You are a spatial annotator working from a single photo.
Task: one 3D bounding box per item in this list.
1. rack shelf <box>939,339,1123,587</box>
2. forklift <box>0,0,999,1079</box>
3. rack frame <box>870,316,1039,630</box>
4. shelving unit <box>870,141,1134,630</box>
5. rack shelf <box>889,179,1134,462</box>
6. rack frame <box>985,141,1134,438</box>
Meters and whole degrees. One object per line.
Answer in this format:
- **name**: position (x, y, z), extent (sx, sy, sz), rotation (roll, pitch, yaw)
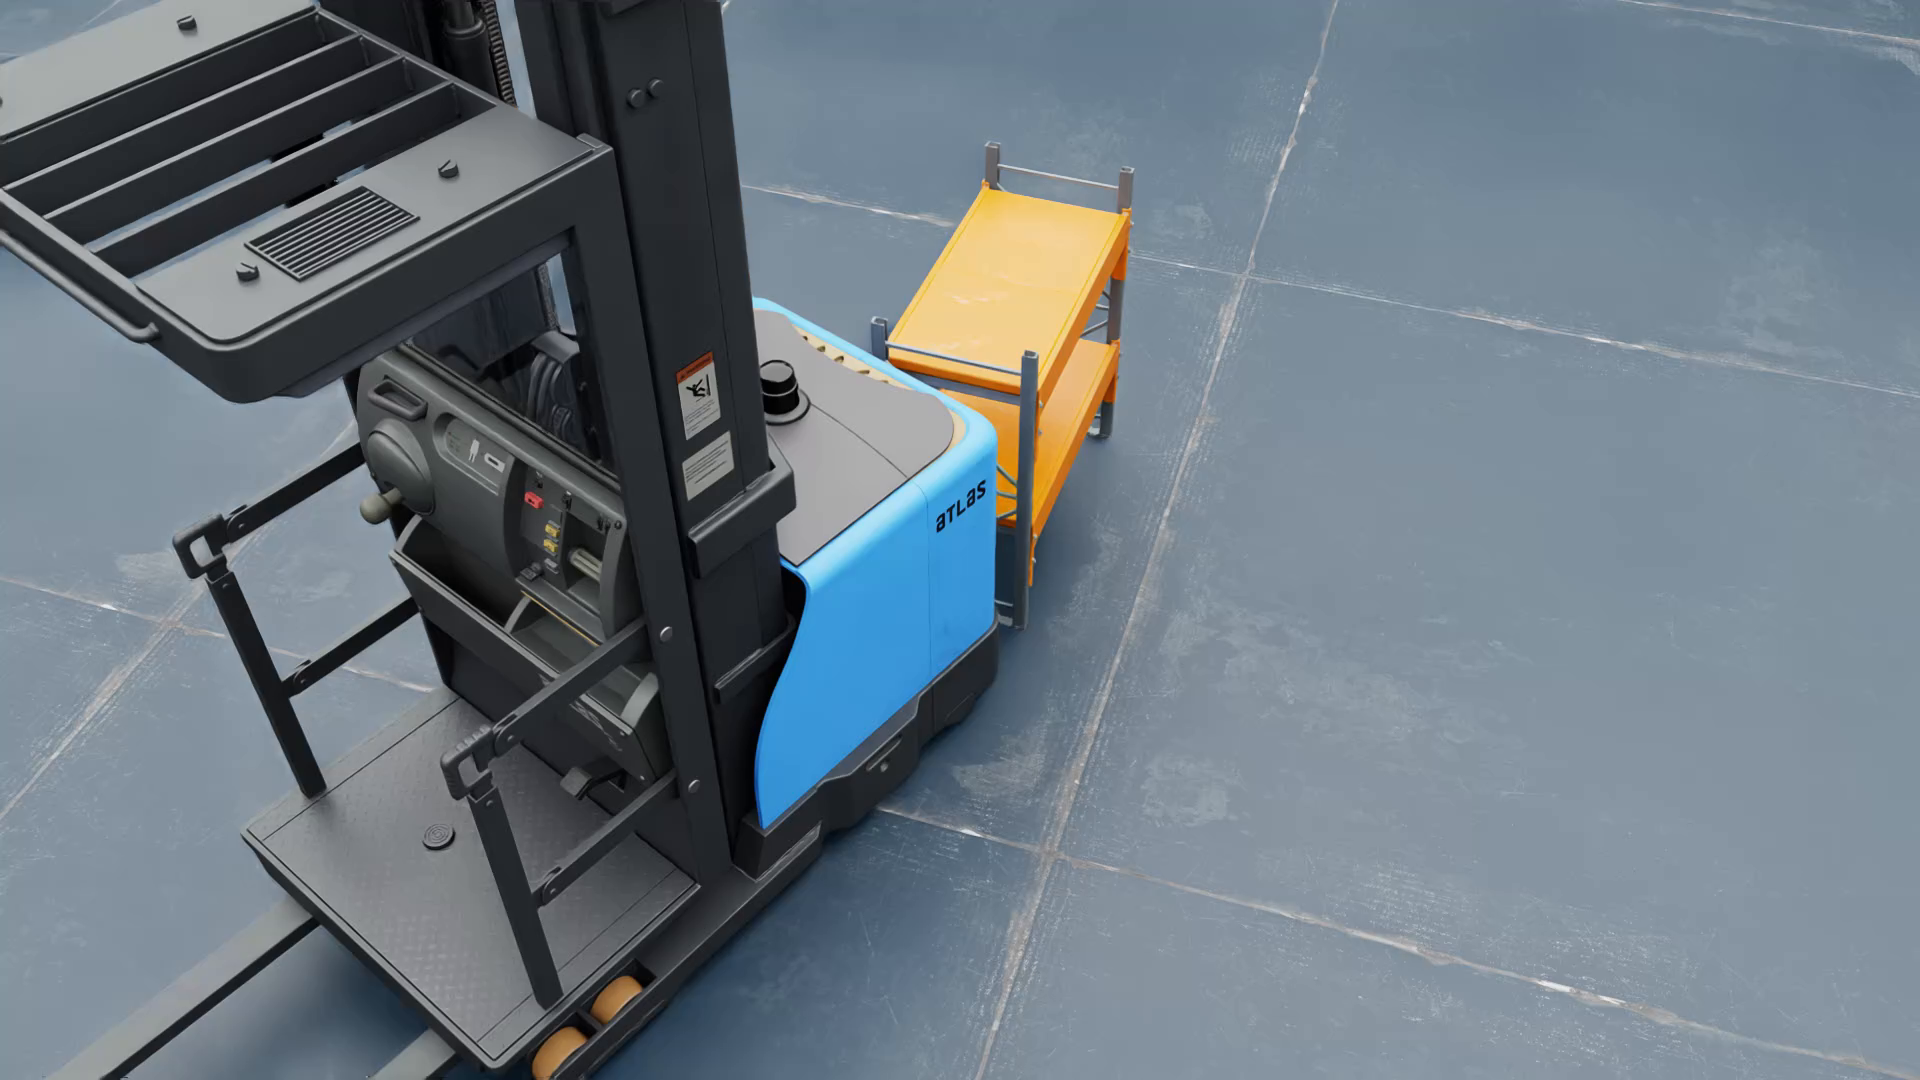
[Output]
- **rack shelf**: position (0.153, -0.336, 5.638), extent (0.538, 0.278, 1.000), rotation (14, 46, 14)
- **forklift**: position (-1.214, -0.028, 3.683), extent (1.130, 2.935, 3.031), rotation (30, 52, 27)
- **rack frame**: position (-0.018, -0.176, 5.125), extent (0.500, 1.125, 0.032), rotation (14, 46, 14)
- **shelving unit**: position (0.153, -0.511, 5.467), extent (0.538, 1.125, 1.048), rotation (14, 46, 14)
- **rack shelf**: position (0.153, -0.720, 5.263), extent (0.538, 0.278, 1.000), rotation (14, 46, 14)
- **rack frame**: position (0.323, -0.845, 5.810), extent (0.500, 1.125, 0.032), rotation (14, 46, 14)
